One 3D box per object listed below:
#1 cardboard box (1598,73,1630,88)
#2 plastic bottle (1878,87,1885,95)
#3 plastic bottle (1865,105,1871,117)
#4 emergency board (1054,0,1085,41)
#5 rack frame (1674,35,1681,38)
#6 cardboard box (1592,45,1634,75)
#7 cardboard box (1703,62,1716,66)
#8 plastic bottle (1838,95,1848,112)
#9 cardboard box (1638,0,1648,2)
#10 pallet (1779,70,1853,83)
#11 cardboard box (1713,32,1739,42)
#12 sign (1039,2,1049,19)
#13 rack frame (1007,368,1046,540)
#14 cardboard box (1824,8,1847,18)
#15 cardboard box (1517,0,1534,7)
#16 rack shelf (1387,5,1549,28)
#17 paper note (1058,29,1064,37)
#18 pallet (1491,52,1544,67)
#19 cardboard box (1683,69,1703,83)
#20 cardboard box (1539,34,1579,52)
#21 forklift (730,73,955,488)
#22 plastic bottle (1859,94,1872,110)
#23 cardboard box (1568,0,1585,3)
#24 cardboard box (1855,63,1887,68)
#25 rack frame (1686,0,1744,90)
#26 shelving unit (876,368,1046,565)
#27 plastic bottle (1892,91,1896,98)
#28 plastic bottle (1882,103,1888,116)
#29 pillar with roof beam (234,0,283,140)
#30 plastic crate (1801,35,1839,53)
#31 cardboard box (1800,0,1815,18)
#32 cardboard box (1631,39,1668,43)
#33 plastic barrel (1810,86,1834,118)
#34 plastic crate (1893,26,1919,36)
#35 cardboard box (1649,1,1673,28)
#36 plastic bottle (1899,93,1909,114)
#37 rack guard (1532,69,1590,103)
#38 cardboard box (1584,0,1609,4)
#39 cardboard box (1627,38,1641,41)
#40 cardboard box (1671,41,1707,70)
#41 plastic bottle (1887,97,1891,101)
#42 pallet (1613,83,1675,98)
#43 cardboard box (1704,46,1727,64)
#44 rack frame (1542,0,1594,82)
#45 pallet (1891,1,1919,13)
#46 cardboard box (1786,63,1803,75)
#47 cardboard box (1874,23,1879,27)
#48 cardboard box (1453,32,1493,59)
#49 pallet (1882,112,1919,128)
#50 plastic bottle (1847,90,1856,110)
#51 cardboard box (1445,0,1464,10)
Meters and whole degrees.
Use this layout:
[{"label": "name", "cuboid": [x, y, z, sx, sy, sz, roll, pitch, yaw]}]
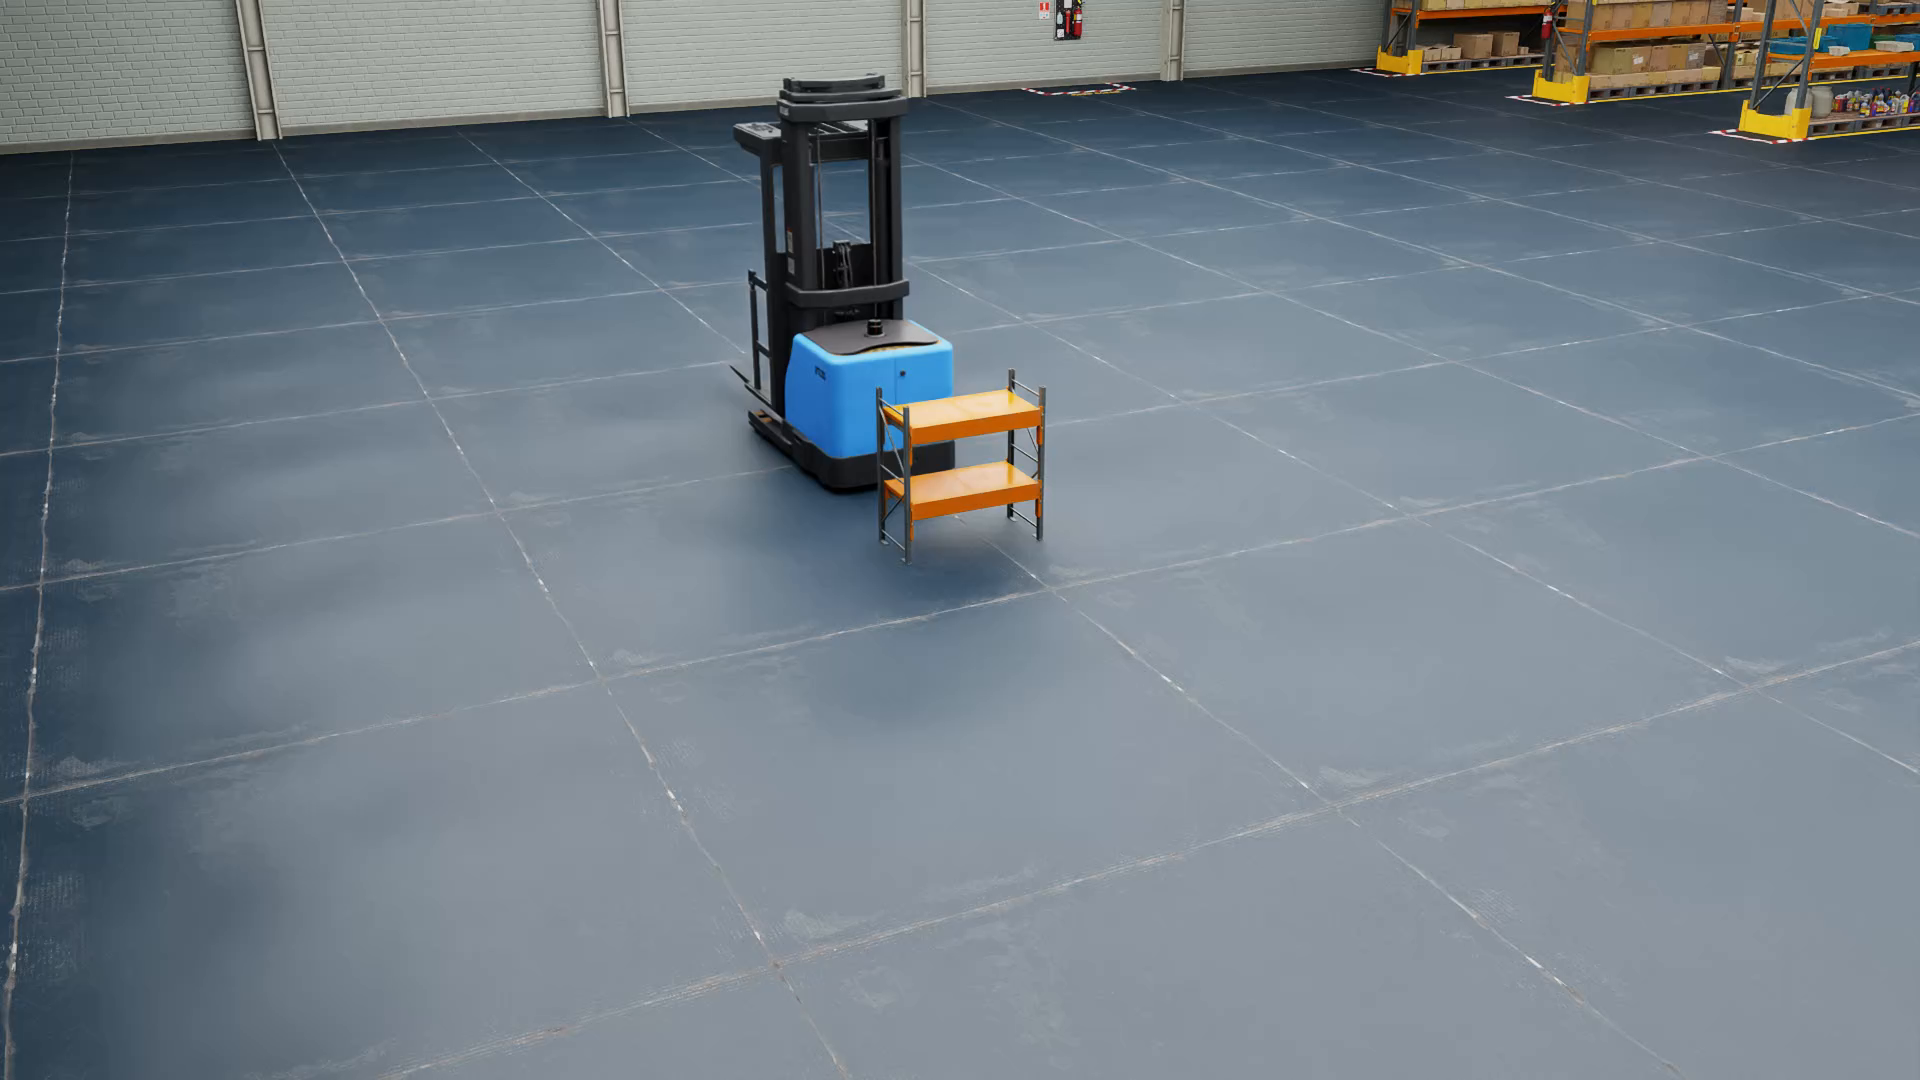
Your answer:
[{"label": "cardboard box", "cuboid": [12.828, -9.085, 32.822, 0.500, 0.250, 0.500, -10, 25, -24]}, {"label": "plastic bottle", "cuboid": [16.642, -8.009, 30.065, 0.185, 0.351, 0.144, -10, 24, -22]}, {"label": "plastic bottle", "cuboid": [15.807, -7.478, 28.978, 0.097, 0.201, 0.097, 0, 22, 0]}, {"label": "emergency board", "cuboid": [2.254, -10.794, 33.904, 0.643, 1.169, 0.194, -10, 25, -24]}, {"label": "rack frame", "cuboid": [16.856, -13.099, 39.472, 0.127, 3.000, 1.000, -10, 25, -24]}, {"label": "cardboard box", "cuboid": [12.829, -9.431, 32.677, 0.500, 0.500, 0.500, -10, 25, -24]}, {"label": "cardboard box", "cuboid": [15.652, -9.821, 34.599, 0.500, 0.250, 0.500, -11, 25, -24]}, {"label": "plastic bottle", "cuboid": [15.695, -7.757, 29.544, 0.133, 0.283, 0.061, -10, 25, -24]}, {"label": "cardboard box", "cuboid": [13.176, -10.574, 32.393, 0.250, 0.149, 0.380, -11, 25, -25]}, {"label": "pallet", "cuboid": [18.250, -9.981, 35.585, 1.213, 0.211, 1.003, -10, 25, -24]}, {"label": "cardboard box", "cuboid": [18.368, -12.519, 40.334, 0.750, 0.750, 0.750, -11, 25, -24]}, {"label": "sign", "cuboid": [1.711, -10.754, 33.761, 0.234, 0.329, 0.001, -10, 25, -24]}, {"label": "rack frame", "cuboid": [0.464, -0.605, 11.741, 0.032, 1.125, 0.500, -10, 25, -24]}, {"label": "cardboard box", "cuboid": [18.318, -11.032, 34.807, 0.250, 0.149, 0.380, -10, 25, -24]}, {"label": "cardboard box", "cuboid": [12.504, -12.112, 37.259, 0.500, 0.250, 0.500, -10, 25, -23]}, {"label": "rack shelf", "cuboid": [11.450, -11.771, 37.205, 4.000, 0.370, 1.077, -10, 25, -24]}, {"label": "paper note", "cuboid": [2.065, -10.381, 34.059, 0.142, 0.148, 0.016, -10, 25, -24]}, {"label": "pallet", "cuboid": [12.662, -11.023, 38.104, 1.213, 0.211, 1.003, -10, 25, -24]}, {"label": "cardboard box", "cuboid": [14.626, -9.420, 33.632, 0.500, 0.250, 0.500, -10, 25, -24]}, {"label": "cardboard box", "cuboid": [13.908, -11.611, 38.572, 0.500, 0.500, 0.700, -10, 24, -22]}, {"label": "forklift", "cuboid": [-1.124, -2.271, 13.404, 1.130, 2.935, 3.031, -10, 25, -23]}, {"label": "plastic bottle", "cuboid": [16.175, -7.826, 29.721, 0.135, 0.276, 0.152, -10, 25, -24]}, {"label": "cardboard box", "cuboid": [12.061, -10.540, 32.312, 0.250, 0.149, 0.380, -11, 25, -25]}, {"label": "cardboard box", "cuboid": [19.542, -10.417, 35.688, 0.500, 0.500, 0.500, -9, 24, -21]}, {"label": "rack frame", "cuboid": [15.404, -10.729, 33.746, 0.127, 3.000, 1.000, -10, 25, -24]}, {"label": "shelving unit", "cuboid": [0.006, -0.521, 11.538, 1.048, 1.125, 0.538, -10, 25, -24]}, {"label": "plastic bottle", "cuboid": [16.839, -7.968, 30.053, 0.133, 0.283, 0.061, -10, 25, -24]}, {"label": "plastic bottle", "cuboid": [16.202, -7.551, 29.153, 0.097, 0.201, 0.097, 0, 22, 0]}, {"label": "pillar with roof beam", "cuboid": [-9.855, -9.493, 22.918, 0.400, 9.000, 9.100, -10, 25, -24]}, {"label": "plastic crate", "cuboid": [14.854, -8.581, 28.752, 0.408, 0.251, 0.499, -10, 25, -24]}, {"label": "cardboard box", "cuboid": [17.503, -11.154, 34.644, 0.500, 0.500, 0.500, -12, 25, -26]}, {"label": "cardboard box", "cuboid": [13.949, -9.864, 33.723, 0.500, 0.500, 0.500, -10, 25, -24]}, {"label": "plastic barrel", "cuboid": [14.956, -7.621, 28.942, 0.421, 0.512, 0.421, 0, 22, 0]}, {"label": "plastic crate", "cuboid": [17.022, -8.949, 29.529, 0.504, 0.338, 0.767, -10, 25, -24]}, {"label": "cardboard box", "cuboid": [13.620, -10.442, 32.923, 0.500, 0.500, 0.700, -10, 24, -22]}, {"label": "plastic bottle", "cuboid": [16.630, -7.709, 29.339, 0.185, 0.351, 0.144, -11, 25, -24]}, {"label": "rack guard", "cuboid": [11.778, -8.906, 32.612, 0.348, 0.500, 1.175, -10, 25, -24]}, {"label": "cardboard box", "cuboid": [12.247, -10.402, 31.978, 0.250, 0.149, 0.380, -11, 25, -24]}, {"label": "cardboard box", "cuboid": [15.716, -11.964, 39.424, 0.500, 0.500, 0.700, -10, 25, -24]}, {"label": "cardboard box", "cuboid": [14.625, -9.768, 33.490, 0.500, 0.500, 0.500, -10, 25, -24]}, {"label": "plastic bottle", "cuboid": [16.435, -7.689, 29.379, 0.133, 0.283, 0.061, -10, 25, -24]}, {"label": "pallet", "cuboid": [13.568, -9.119, 33.503, 1.213, 0.211, 1.003, -10, 25, -24]}, {"label": "cardboard box", "cuboid": [15.645, -10.077, 34.486, 0.500, 0.311, 0.500, -10, 25, -24]}, {"label": "rack frame", "cuboid": [11.800, -10.065, 32.143, 0.127, 3.000, 1.000, -10, 25, -24]}, {"label": "pallet", "cuboid": [20.759, -11.628, 36.169, 1.213, 0.211, 1.003, -10, 25, -24]}, {"label": "cardboard box", "cuboid": [17.260, -9.889, 34.764, 0.500, 0.250, 0.500, -10, 24, -23]}, {"label": "cardboard box", "cuboid": [23.027, -13.231, 42.511, 0.500, 0.500, 0.700, -11, 25, -24]}, {"label": "cardboard box", "cuboid": [11.507, -11.103, 37.343, 0.500, 0.500, 0.700, -12, 25, -27]}, {"label": "pallet", "cuboid": [16.926, -7.635, 29.920, 1.213, 0.211, 1.003, -10, 25, -24]}, {"label": "plastic bottle", "cuboid": [15.921, -7.877, 29.745, 0.185, 0.351, 0.144, -9, 24, -21]}, {"label": "cardboard box", "cuboid": [10.687, -11.774, 36.442, 0.500, 0.250, 0.500, -11, 25, -25]}]
